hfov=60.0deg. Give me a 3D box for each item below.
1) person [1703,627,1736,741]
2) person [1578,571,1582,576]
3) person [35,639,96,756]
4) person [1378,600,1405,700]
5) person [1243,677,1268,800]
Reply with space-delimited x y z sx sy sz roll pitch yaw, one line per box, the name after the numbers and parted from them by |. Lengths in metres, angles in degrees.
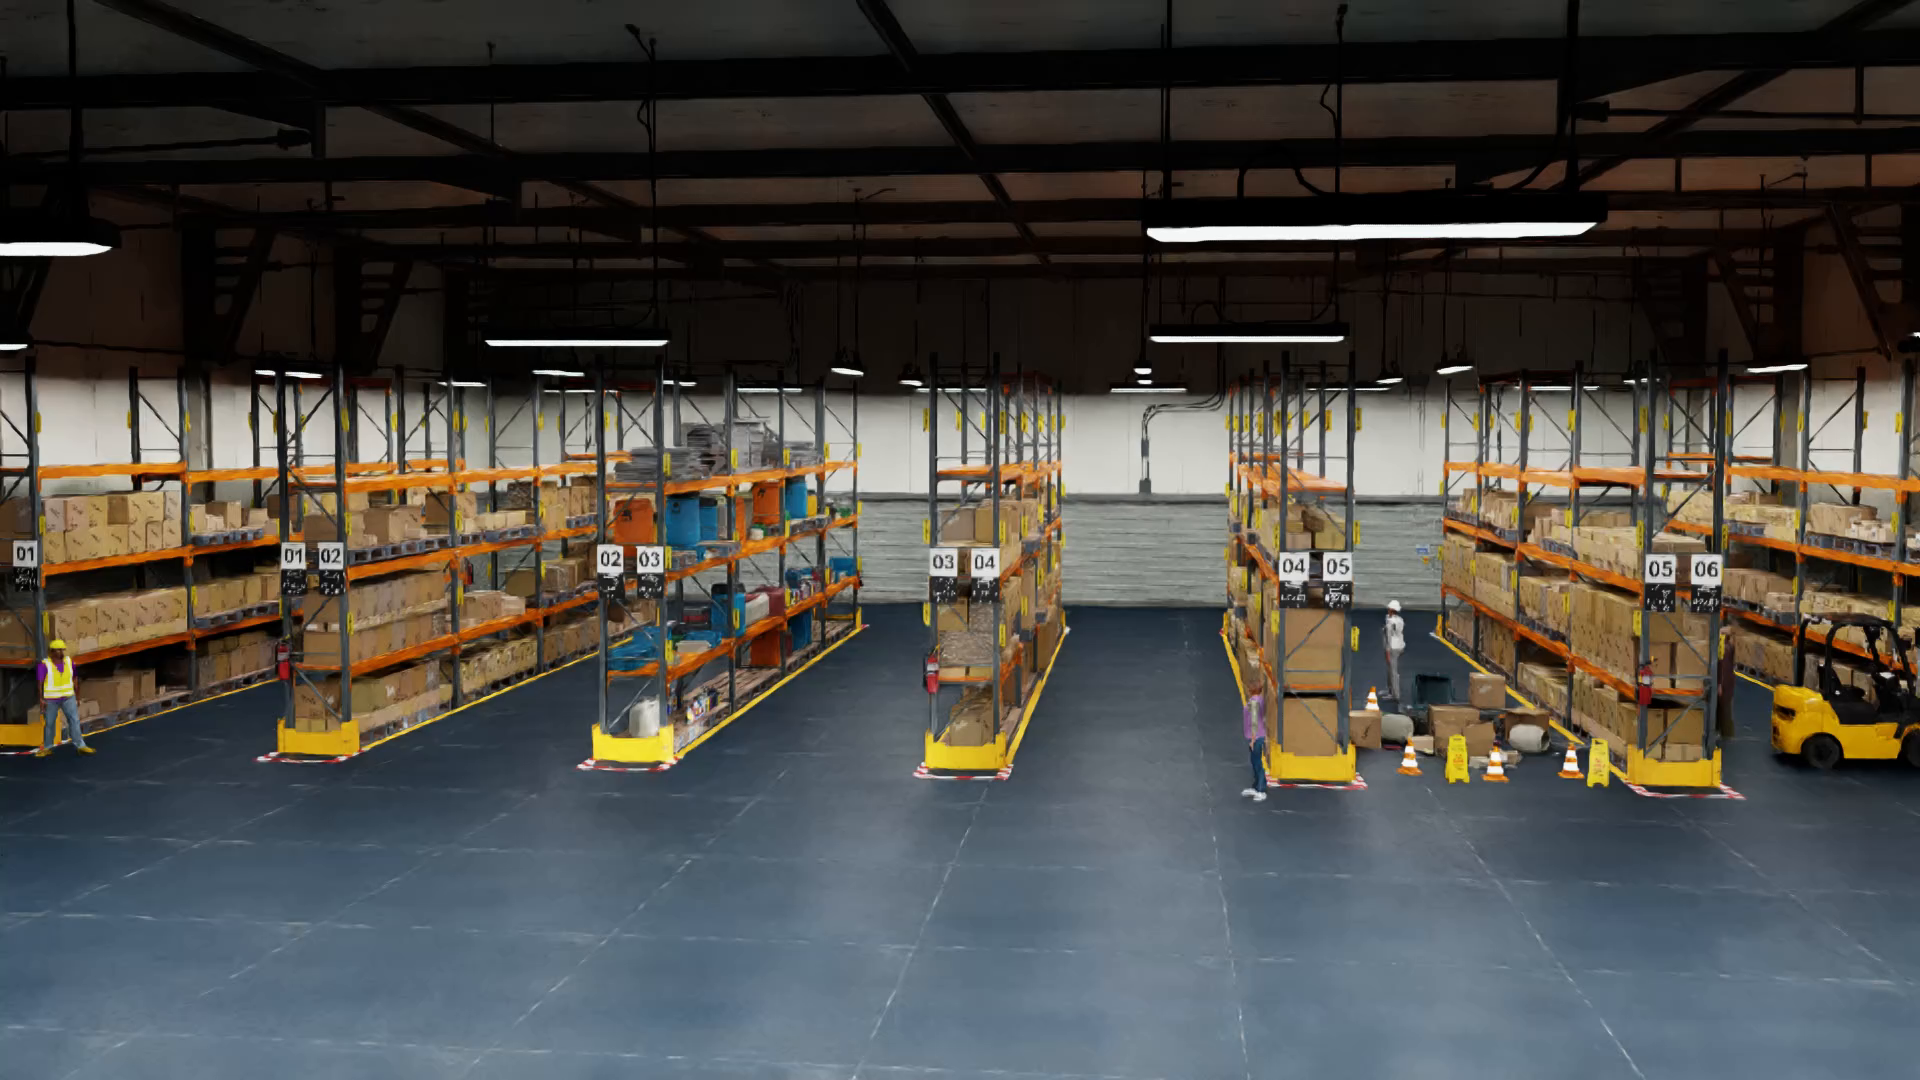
11.941 2.248 26.155 0.556 1.781 0.631 3 5 37 | person
13.414 1.542 36.290 0.591 1.760 0.684 3 5 32 | person
-13.447 2.350 24.902 0.567 1.755 0.744 4 6 45 | person
7.788 1.977 30.088 0.494 1.775 0.578 3 5 36 | person
3.928 2.630 22.123 0.353 1.597 0.522 1 4 16 | person
